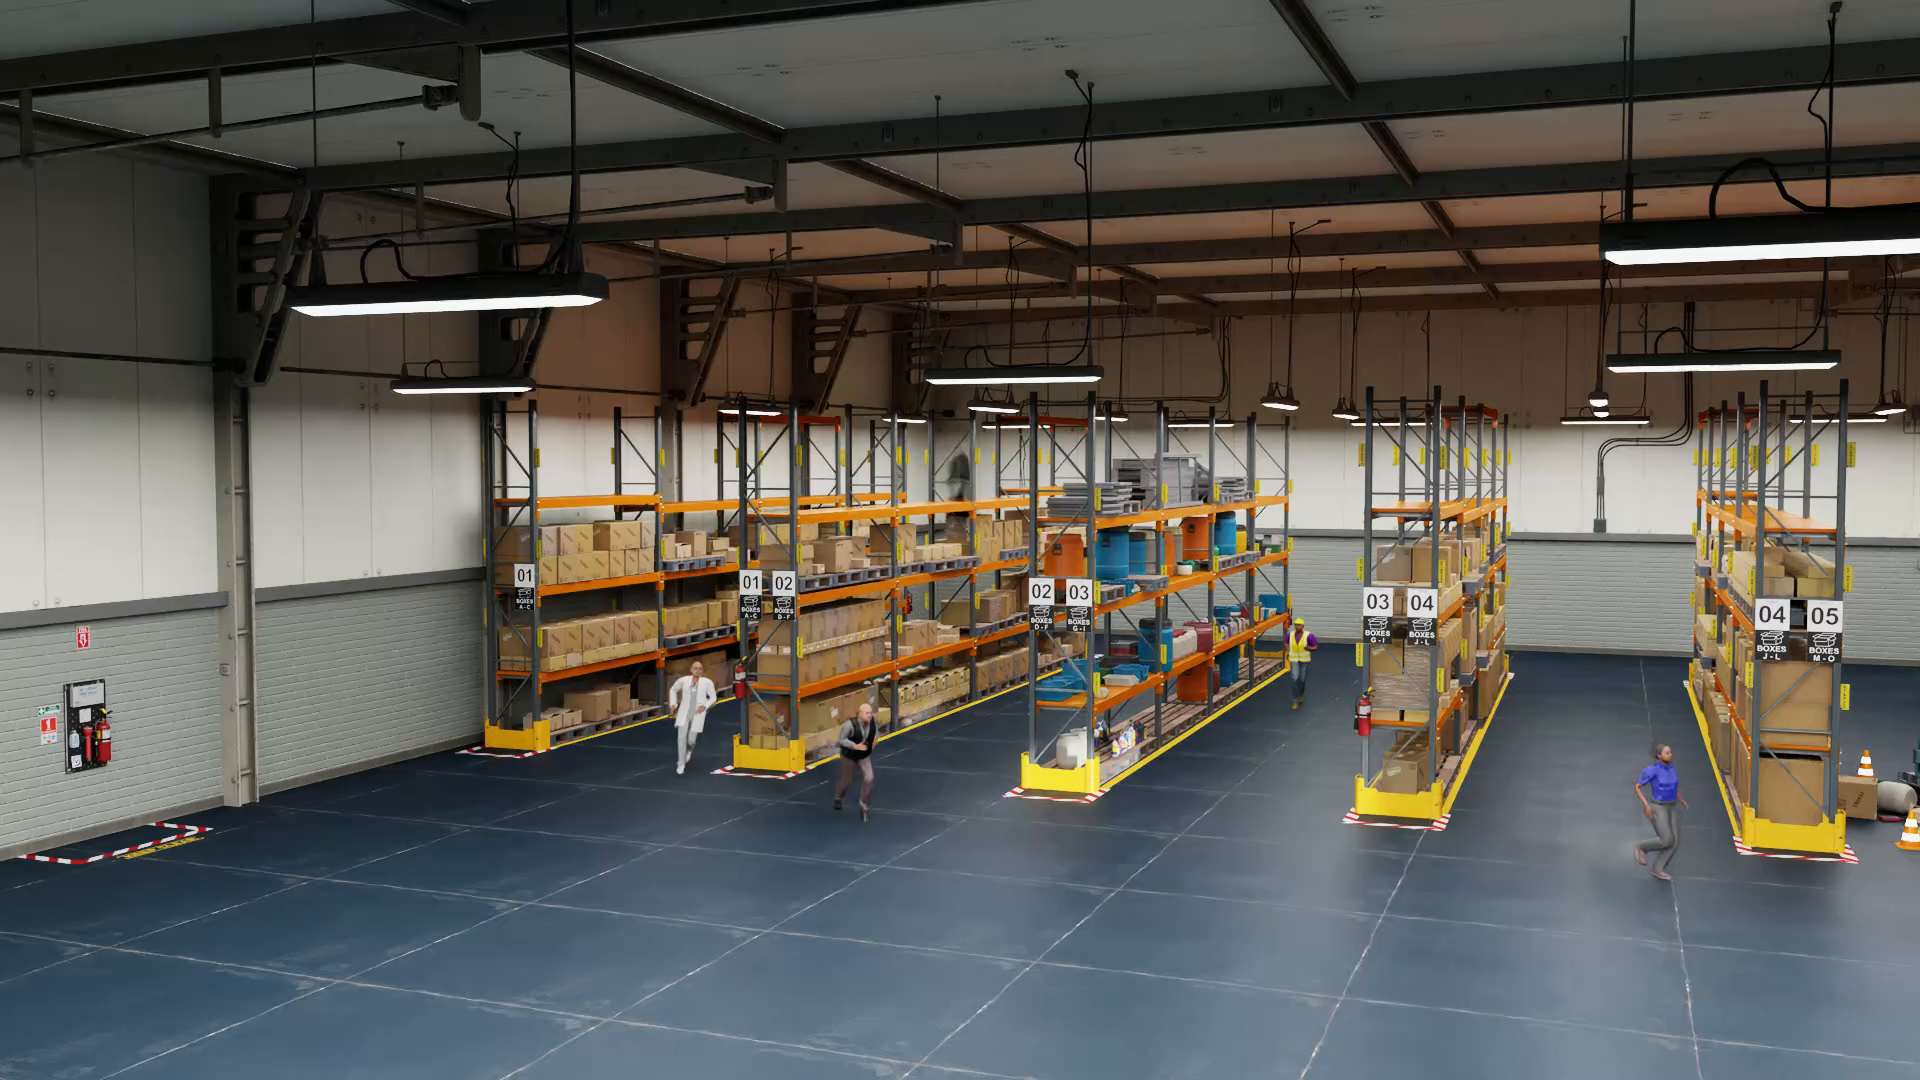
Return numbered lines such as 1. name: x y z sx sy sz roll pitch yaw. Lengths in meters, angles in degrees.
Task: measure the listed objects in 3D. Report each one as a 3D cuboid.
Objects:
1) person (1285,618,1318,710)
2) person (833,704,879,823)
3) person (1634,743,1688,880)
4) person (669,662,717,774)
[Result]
1. person: 6.851 2.474 33.405 0.670 1.814 0.859 1 3 14
2. person: -1.466 3.072 23.153 0.701 1.680 0.989 -2 3 -32
3. person: 8.377 3.236 19.815 0.588 1.599 0.565 -1 3 -22
4. person: -4.303 2.840 26.784 0.760 1.767 0.850 0 3 -6
